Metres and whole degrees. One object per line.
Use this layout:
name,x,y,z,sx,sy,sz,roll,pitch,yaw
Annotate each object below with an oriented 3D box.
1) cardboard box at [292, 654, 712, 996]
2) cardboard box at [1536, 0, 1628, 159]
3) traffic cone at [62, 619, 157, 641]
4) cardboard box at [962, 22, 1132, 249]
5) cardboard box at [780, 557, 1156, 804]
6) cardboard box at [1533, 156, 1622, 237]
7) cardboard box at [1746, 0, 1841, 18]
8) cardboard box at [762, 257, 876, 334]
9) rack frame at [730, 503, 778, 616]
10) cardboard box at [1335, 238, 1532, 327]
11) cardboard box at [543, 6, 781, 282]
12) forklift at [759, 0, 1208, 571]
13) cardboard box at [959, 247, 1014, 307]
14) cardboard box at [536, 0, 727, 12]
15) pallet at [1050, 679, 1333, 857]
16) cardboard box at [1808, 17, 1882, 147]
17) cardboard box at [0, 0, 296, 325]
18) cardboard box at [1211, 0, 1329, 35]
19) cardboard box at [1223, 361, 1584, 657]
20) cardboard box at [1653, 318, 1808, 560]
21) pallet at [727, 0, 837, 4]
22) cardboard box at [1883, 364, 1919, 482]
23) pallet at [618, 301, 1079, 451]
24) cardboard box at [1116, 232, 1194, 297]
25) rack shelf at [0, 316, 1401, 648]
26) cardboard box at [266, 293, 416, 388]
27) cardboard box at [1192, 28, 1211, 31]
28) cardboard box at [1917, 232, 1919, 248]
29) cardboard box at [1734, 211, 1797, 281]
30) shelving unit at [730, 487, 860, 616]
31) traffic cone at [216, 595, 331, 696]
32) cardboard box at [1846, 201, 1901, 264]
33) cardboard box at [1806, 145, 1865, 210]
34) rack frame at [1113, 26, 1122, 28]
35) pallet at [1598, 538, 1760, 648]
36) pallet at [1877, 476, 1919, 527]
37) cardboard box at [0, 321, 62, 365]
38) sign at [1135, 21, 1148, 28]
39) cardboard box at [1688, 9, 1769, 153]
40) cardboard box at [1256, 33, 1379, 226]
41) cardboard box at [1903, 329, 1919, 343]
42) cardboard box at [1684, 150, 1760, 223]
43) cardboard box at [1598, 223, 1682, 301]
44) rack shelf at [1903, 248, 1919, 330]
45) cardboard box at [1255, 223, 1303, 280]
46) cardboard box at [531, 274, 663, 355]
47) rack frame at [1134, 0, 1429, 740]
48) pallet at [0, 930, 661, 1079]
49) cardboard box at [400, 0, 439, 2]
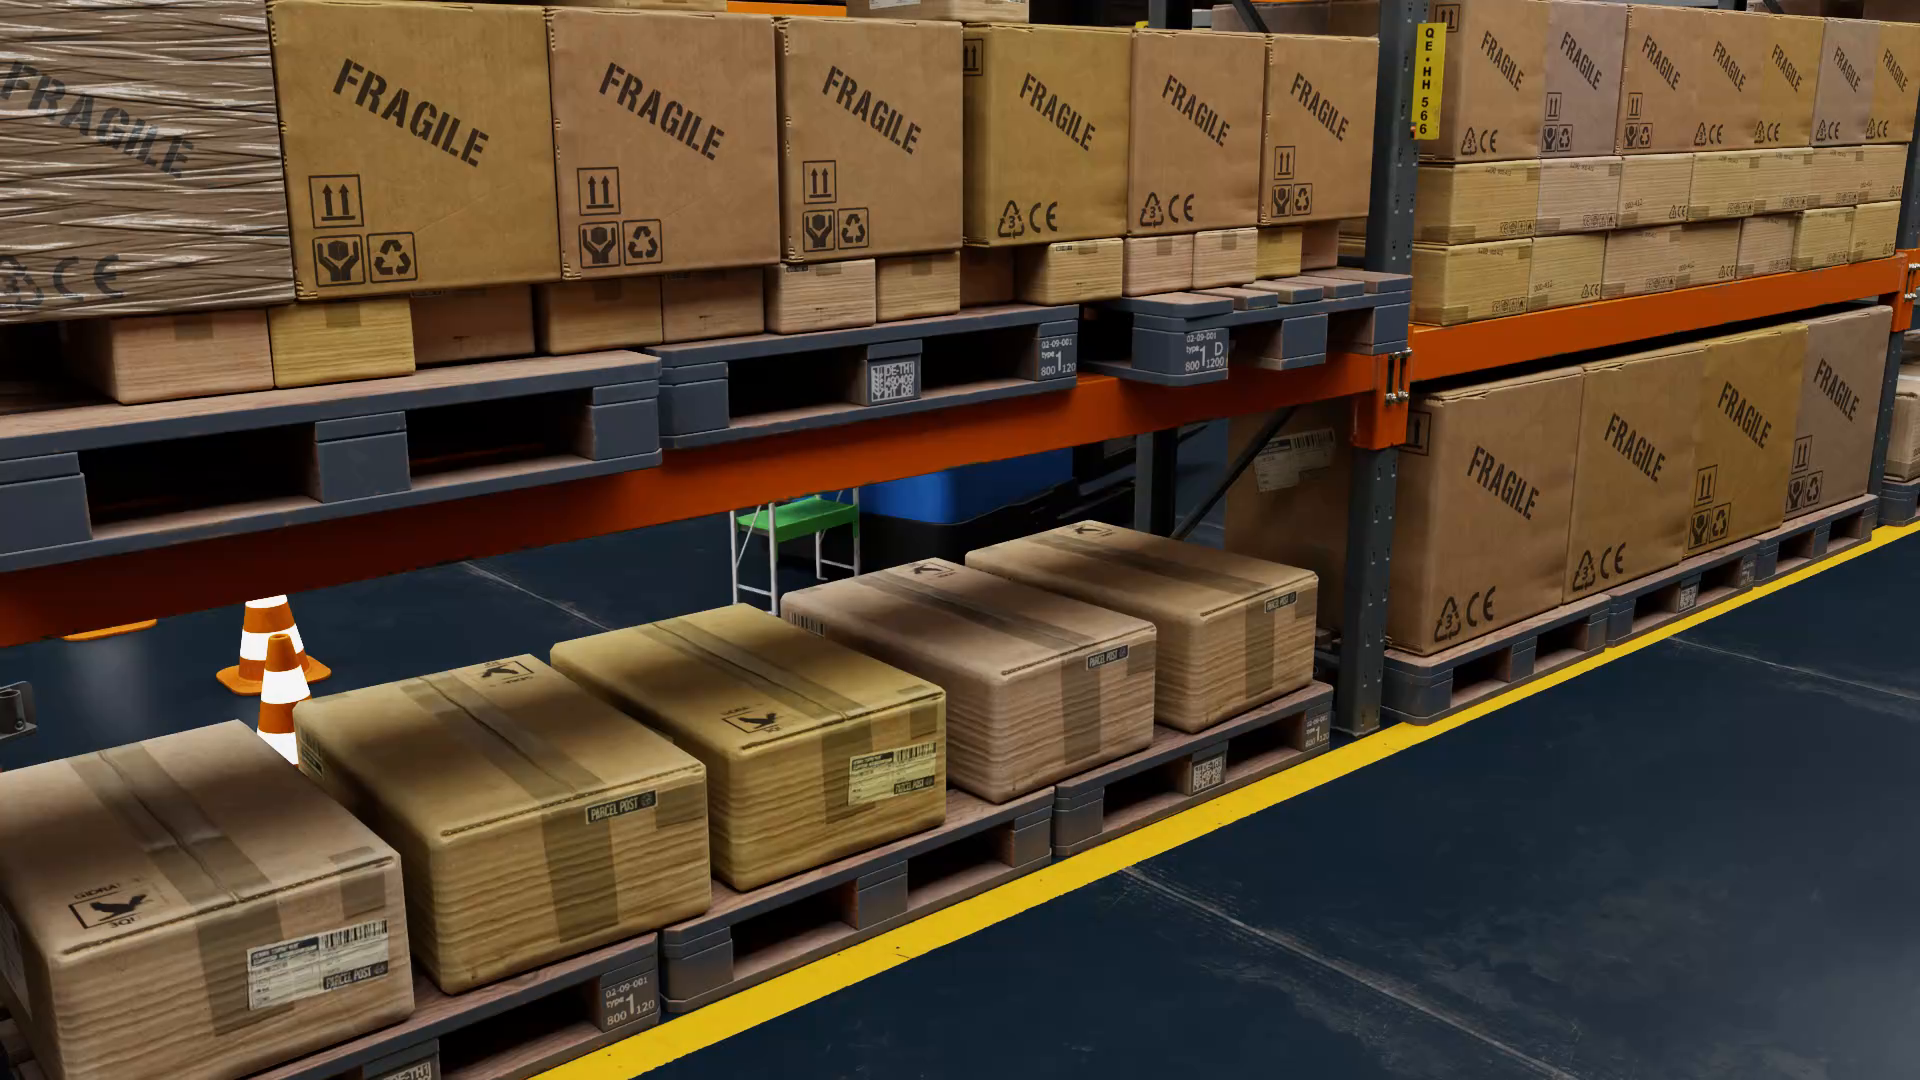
cardboard box,-1.090,0.619,3.900,0.625,0.372,0.950,-11,19,-36
cardboard box,1.894,-1.567,5.673,0.500,0.500,0.500,-13,19,-39
traffic cone,-3.347,0.110,6.443,0.334,0.463,0.336,-13,19,-39
cardboard box,0.070,-1.002,4.106,0.500,0.500,0.500,-14,21,-43
cardboard box,0.009,0.373,4.819,0.625,0.372,0.950,-13,20,-40
cardboard box,1.928,-1.208,5.782,0.500,0.250,0.500,-12,19,-38
cardboard box,4.034,-2.550,8.097,0.250,0.149,0.380,-13,20,-40
cardboard box,-0.398,-0.565,3.727,0.250,0.149,0.380,-12,19,-37
rack frame,-0.822,-0.297,6.538,0.240,1.200,0.015,12,19,37
cardboard box,1.528,-0.875,5.505,0.500,0.250,0.500,-13,20,-40
cardboard box,-0.723,-0.821,3.427,0.500,0.500,0.500,-13,20,-40
forklift,0.318,-1.570,7.947,1.130,2.935,3.031,9,17,30
cardboard box,-0.081,-0.675,4.136,0.250,0.149,0.380,-12,19,-39
cardboard box,-0.685,-1.159,3.437,0.250,0.149,0.380,-11,19,-36
pallet,0.403,0.565,5.224,1.213,0.211,1.003,-13,19,-39
cardboard box,3.453,-1.909,6.954,0.500,0.500,0.500,-12,19,-38
cardboard box,-1.482,-0.655,2.805,0.500,0.500,0.500,-12,19,-38
cardboard box,1.212,-1.584,5.735,0.500,0.500,0.500,-13,20,-41
cardboard box,1.569,-0.191,5.956,0.875,0.875,0.875,-13,20,-40
cardboard box,2.919,-0.493,7.086,0.875,0.875,0.875,-12,19,-38
pallet,-1.870,-5.064,15.254,1.213,0.211,1.003,-13,19,-39
cardboard box,4.555,-0.642,8.492,0.875,0.438,0.875,-13,20,-40
pallet,-0.473,-0.478,4.098,1.213,0.211,1.003,-13,19,-39
cardboard box,0.390,-0.742,4.389,0.250,0.149,0.380,-14,20,-42
rack shelf,-0.515,-0.228,4.183,4.000,0.370,1.077,-13,19,-39
cardboard box,-1.206,-0.390,3.072,0.250,0.149,0.380,-12,19,-38
cardboard box,1.567,-3.333,11.707,0.500,0.500,0.500,-13,20,-41
cardboard box,4.537,-1.668,7.990,0.500,0.500,0.500,-12,19,-38
cardboard box,3.060,-1.226,6.819,0.500,0.250,0.500,-13,20,-41
shelving unit,-0.669,-0.346,6.721,0.258,1.200,0.503,12,19,37
traffic cone,-2.445,0.263,5.869,0.334,0.463,0.336,-13,19,-39
cardboard box,3.838,-1.394,7.447,0.500,0.250,0.500,-13,20,-41
cardboard box,3.466,-1.552,7.071,0.500,0.250,0.500,-12,19,-38
rack frame,0.685,-2.538,11.439,0.127,3.000,1.000,-13,19,-39
pallet,2.558,0.109,6.933,1.213,0.211,1.003,-13,19,-39
pallet,4.636,-0.358,8.681,1.213,0.211,1.003,-13,19,-39
cardboard box,-1.817,-0.459,3.328,0.250,0.149,0.380,-12,19,-39
sign,0.627,-1.581,5.612,0.005,0.325,0.100,-13,19,-39
cardboard box,2.677,-1.737,6.307,0.500,0.500,0.500,-12,19,-38
cardboard box,0.833,-1.178,4.762,0.500,0.500,0.500,-13,20,-41
cardboard box,5.911,-0.946,9.631,0.875,0.438,0.875,-12,19,-38
cardboard box,2.704,-1.373,6.401,0.500,0.250,0.500,-12,19,-38
cardboard box,2.303,-1.054,6.172,0.500,0.250,0.500,-12,19,-38
rack shelf,5.520,-1.583,9.257,4.000,0.370,1.077,-13,19,-39
cardboard box,0.746,-0.835,4.735,0.250,0.149,0.380,-12,19,-39
cardboard box,-0.820,-0.489,3.441,0.250,0.149,0.380,-12,19,-39
rack frame,0.993,-0.914,5.359,0.127,3.000,1.000,-13,19,-39
pallet,-1.438,0.979,3.677,1.213,0.211,1.003,-13,19,-39
cardboard box,-1.313,-1.186,3.537,0.250,0.149,0.380,-13,20,-41
